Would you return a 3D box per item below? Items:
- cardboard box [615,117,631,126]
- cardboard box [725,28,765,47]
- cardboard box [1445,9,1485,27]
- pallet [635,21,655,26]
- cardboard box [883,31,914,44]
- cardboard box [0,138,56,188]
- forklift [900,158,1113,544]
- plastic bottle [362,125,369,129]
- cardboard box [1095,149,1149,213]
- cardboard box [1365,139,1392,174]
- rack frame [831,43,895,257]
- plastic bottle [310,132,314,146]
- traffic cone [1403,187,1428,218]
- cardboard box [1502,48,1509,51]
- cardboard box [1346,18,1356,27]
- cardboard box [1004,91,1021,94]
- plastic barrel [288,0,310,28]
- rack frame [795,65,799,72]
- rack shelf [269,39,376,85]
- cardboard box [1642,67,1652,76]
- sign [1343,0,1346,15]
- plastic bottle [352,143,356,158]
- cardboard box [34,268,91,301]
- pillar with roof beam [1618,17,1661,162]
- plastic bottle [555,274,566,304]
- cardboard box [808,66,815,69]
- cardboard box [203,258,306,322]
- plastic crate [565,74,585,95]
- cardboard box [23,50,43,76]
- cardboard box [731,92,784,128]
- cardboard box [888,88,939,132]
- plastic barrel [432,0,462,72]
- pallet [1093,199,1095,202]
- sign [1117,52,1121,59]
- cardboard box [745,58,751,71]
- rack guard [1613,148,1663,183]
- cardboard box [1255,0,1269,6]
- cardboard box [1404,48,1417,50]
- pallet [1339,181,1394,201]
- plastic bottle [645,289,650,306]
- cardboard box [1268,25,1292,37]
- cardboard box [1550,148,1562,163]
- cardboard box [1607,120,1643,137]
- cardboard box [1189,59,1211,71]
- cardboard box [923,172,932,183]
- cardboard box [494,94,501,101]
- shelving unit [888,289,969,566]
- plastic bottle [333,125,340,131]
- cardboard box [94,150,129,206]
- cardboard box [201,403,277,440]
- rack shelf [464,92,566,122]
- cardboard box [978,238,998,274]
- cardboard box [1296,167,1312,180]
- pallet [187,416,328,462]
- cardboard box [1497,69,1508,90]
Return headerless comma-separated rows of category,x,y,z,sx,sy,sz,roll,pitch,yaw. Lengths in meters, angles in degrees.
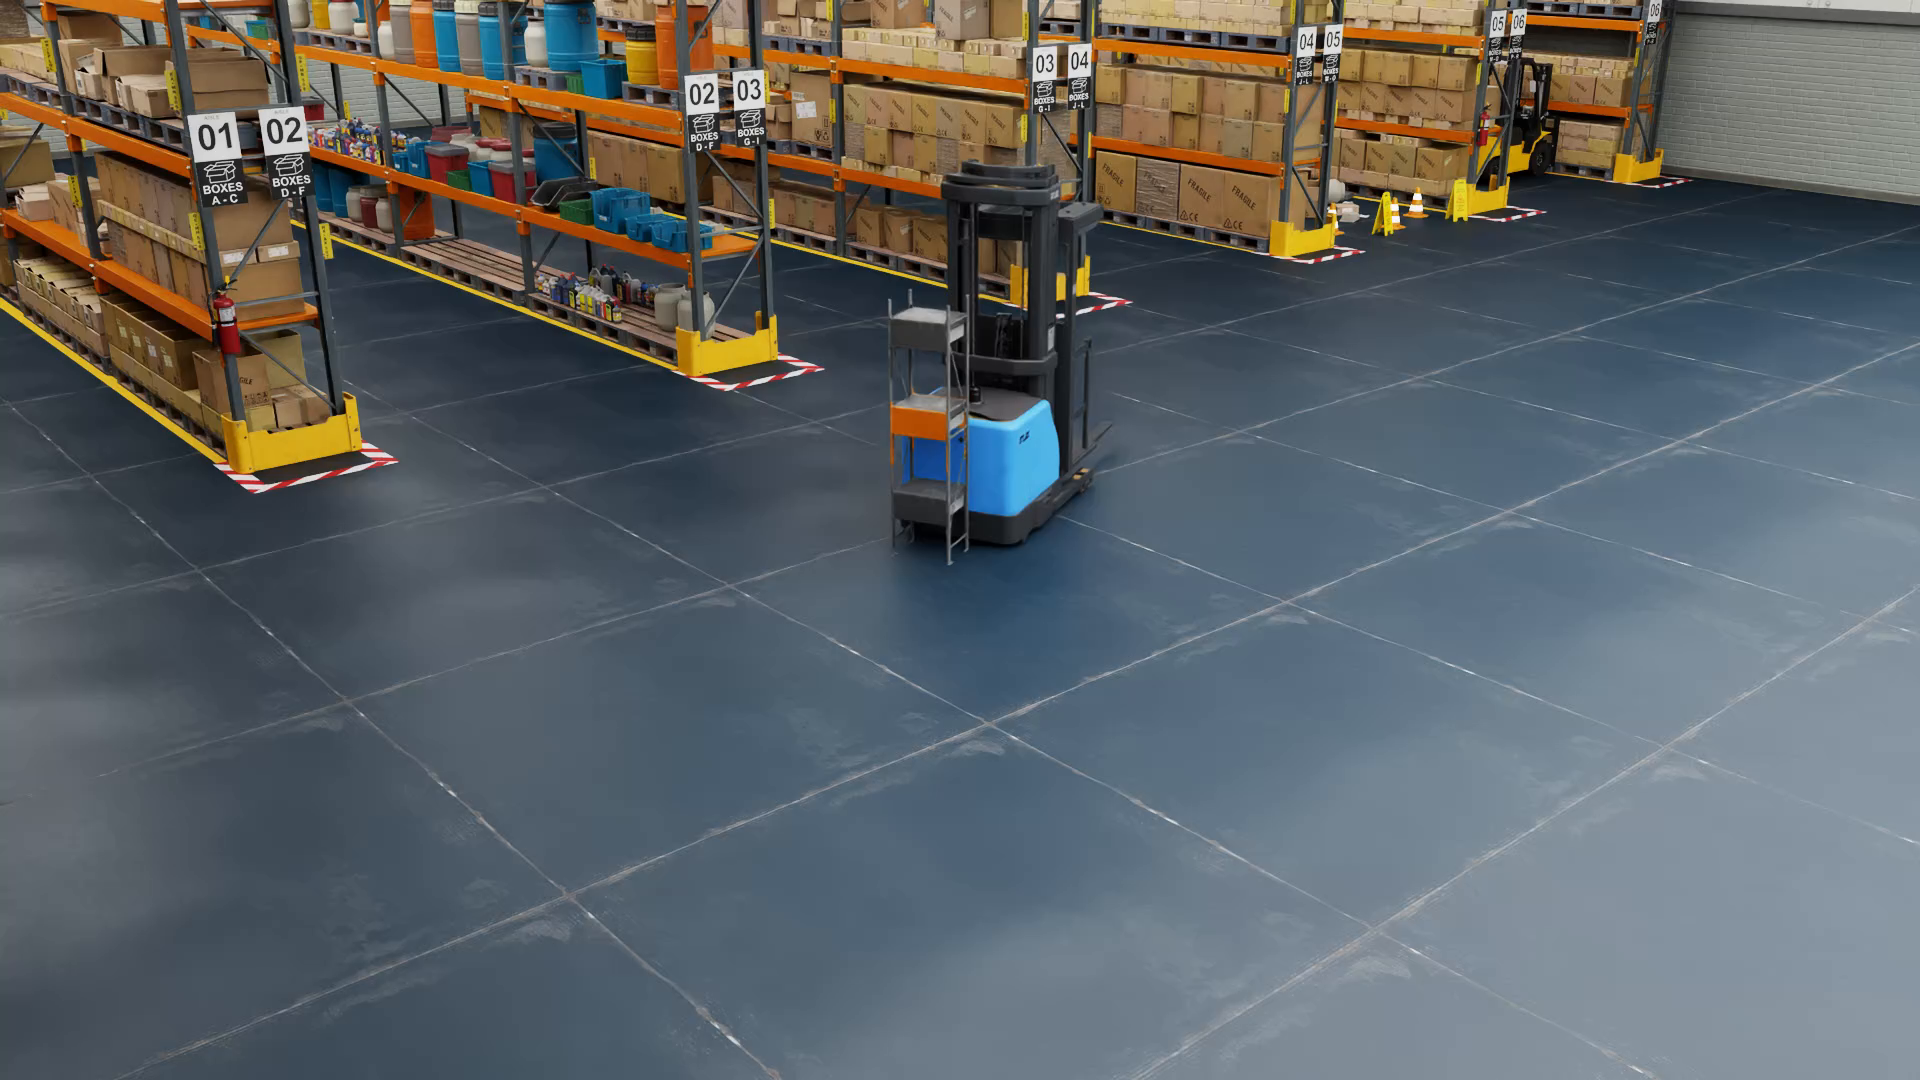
cardboard box,-5.496,-7.300,28.097,0.500,0.500,0.500,-17,27,-36
cardboard box,-3.201,-7.608,25.114,0.500,0.250,0.500,-17,27,-36
cardboard box,8.199,-8.445,26.842,0.500,0.250,0.500,-18,28,-38
pallet,-4.453,-8.227,26.748,1.213,0.211,1.003,-16,26,-35
cardboard box,-0.823,-6.802,22.510,0.380,0.149,0.250,-16,27,-36
cardboard box,-11.996,-4.785,21.101,0.500,0.500,0.700,12,24,28
forklift,0.557,-1.832,14.369,1.130,2.935,3.031,9,23,22
plastic bottle,-9.286,-6.349,25.978,0.152,0.276,0.135,-17,27,-37
cardboard box,2.800,-5.817,26.785,0.875,0.875,0.875,-17,27,-37
cardboard box,7.349,-6.610,28.640,0.500,0.500,0.500,-18,28,-39
rack frame,-1.381,-5.648,24.017,1.000,3.000,0.127,-17,27,-37
plastic bottle,-9.985,-6.202,25.703,0.097,0.201,0.097,0,21,0
traffic cone,7.479,-5.532,27.201,0.336,0.463,0.334,-17,27,-37
cardboard box,10.637,-9.511,32.447,0.380,0.149,0.250,-18,28,-38
cardboard box,6.817,-8.859,28.448,0.380,0.149,0.250,-19,28,-39
cardboard box,1.118,-7.870,28.182,0.700,0.500,0.500,-18,28,-38
plastic barrel,-10.202,-8.130,25.478,0.433,0.535,0.433,0,21,0
rack frame,-2.780,-9.011,32.604,1.000,3.000,0.127,-17,27,-37
rack shelf,-9.050,-7.188,24.823,1.077,0.370,4.000,-17,27,-37
cardboard box,12.470,-8.589,30.499,0.380,0.149,0.250,-18,28,-39
sign,5.478,-7.667,23.751,0.100,0.325,0.005,-17,27,-37
plastic bottle,-8.925,-5.753,24.558,0.097,0.201,0.097,0,21,0
cardboard box,-10.700,-3.073,19.869,0.500,0.311,0.500,-18,28,-39
pillar with roof beam,9.462,-10.260,27.567,9.100,9.000,0.400,-17,27,-37
plastic bottle,-4.921,-3.119,20.588,0.144,0.351,0.185,-17,27,-36
cardboard box,-2.684,-9.073,31.714,0.380,0.149,0.250,-17,27,-36
cardboard box,-6.572,-2.364,15.496,0.700,0.500,0.500,-17,27,-37
plastic crate,-4.310,-5.266,19.220,0.336,0.188,0.450,-17,27,-37
cardboard box,-10.440,-5.505,19.169,0.500,0.250,0.500,-18,28,-38
cardboard box,-3.169,-6.725,26.054,0.700,0.500,0.500,-13,25,-30
cardboard box,-0.627,-5.838,22.586,0.500,0.500,0.500,-17,27,-37
plastic barrel,-6.484,-6.549,21.518,0.600,0.901,0.708,-17,27,-37
pallet,1.882,-5.698,27.968,1.003,0.211,1.213,-17,27,-37
sign,3.097,-9.518,32.311,0.100,0.325,0.005,-17,27,-37
cardboard box,-3.971,-9.544,33.419,0.500,0.500,0.500,-18,27,-38
rack guard,12.511,-6.914,30.677,1.175,0.500,0.348,-17,27,-37
cardboard box,4.414,-7.670,23.606,0.380,0.149,0.250,-17,27,-37
cardboard box,9.194,-9.983,34.058,0.380,0.149,0.250,-17,27,-37
pallet,7.392,-6.194,29.236,1.003,0.211,1.213,-17,27,-37
plastic bottle,-3.824,-2.990,20.466,0.097,0.201,0.097,0,21,0
cardboard box,4.580,-7.229,23.571,0.380,0.149,0.250,-18,27,-38
cardboard box,11.312,-7.335,31.518,0.500,0.250,0.500,-17,27,-37
cardboard box,12.325,-7.643,30.935,0.500,0.250,0.500,-18,28,-38
cardboard box,4.651,-8.886,31.164,0.500,0.500,0.500,-19,28,-39
cardboard box,-0.282,-4.931,22.530,0.380,0.149,0.250,-17,27,-37
cardboard box,-8.560,-8.386,31.353,0.380,0.149,0.250,-18,28,-38
shelving unit,-0.239,-0.871,13.055,0.503,2.100,0.431,9,23,22
plastic bottle,-9.936,-6.520,26.516,0.097,0.201,0.097,0,21,0
cardboard box,-8.594,-3.820,17.435,0.700,0.500,0.500,-17,27,-37
cardboard box,-6.851,-1.179,15.801,0.500,0.250,0.500,-17,27,-37
rack shelf,-7.909,-8.076,31.202,1.077,0.370,4.000,-17,27,-37
cardboard box,0.419,-3.908,22.426,0.500,0.500,0.500,-10,23,-24
cardboard box,5.795,-6.224,28.913,0.500,0.500,0.500,0,21,-1
pallet,-6.808,-1.089,16.200,1.003,0.211,1.213,-17,27,-37
cardboard box,10.660,-8.772,31.856,0.500,0.500,0.500,-18,28,-38
